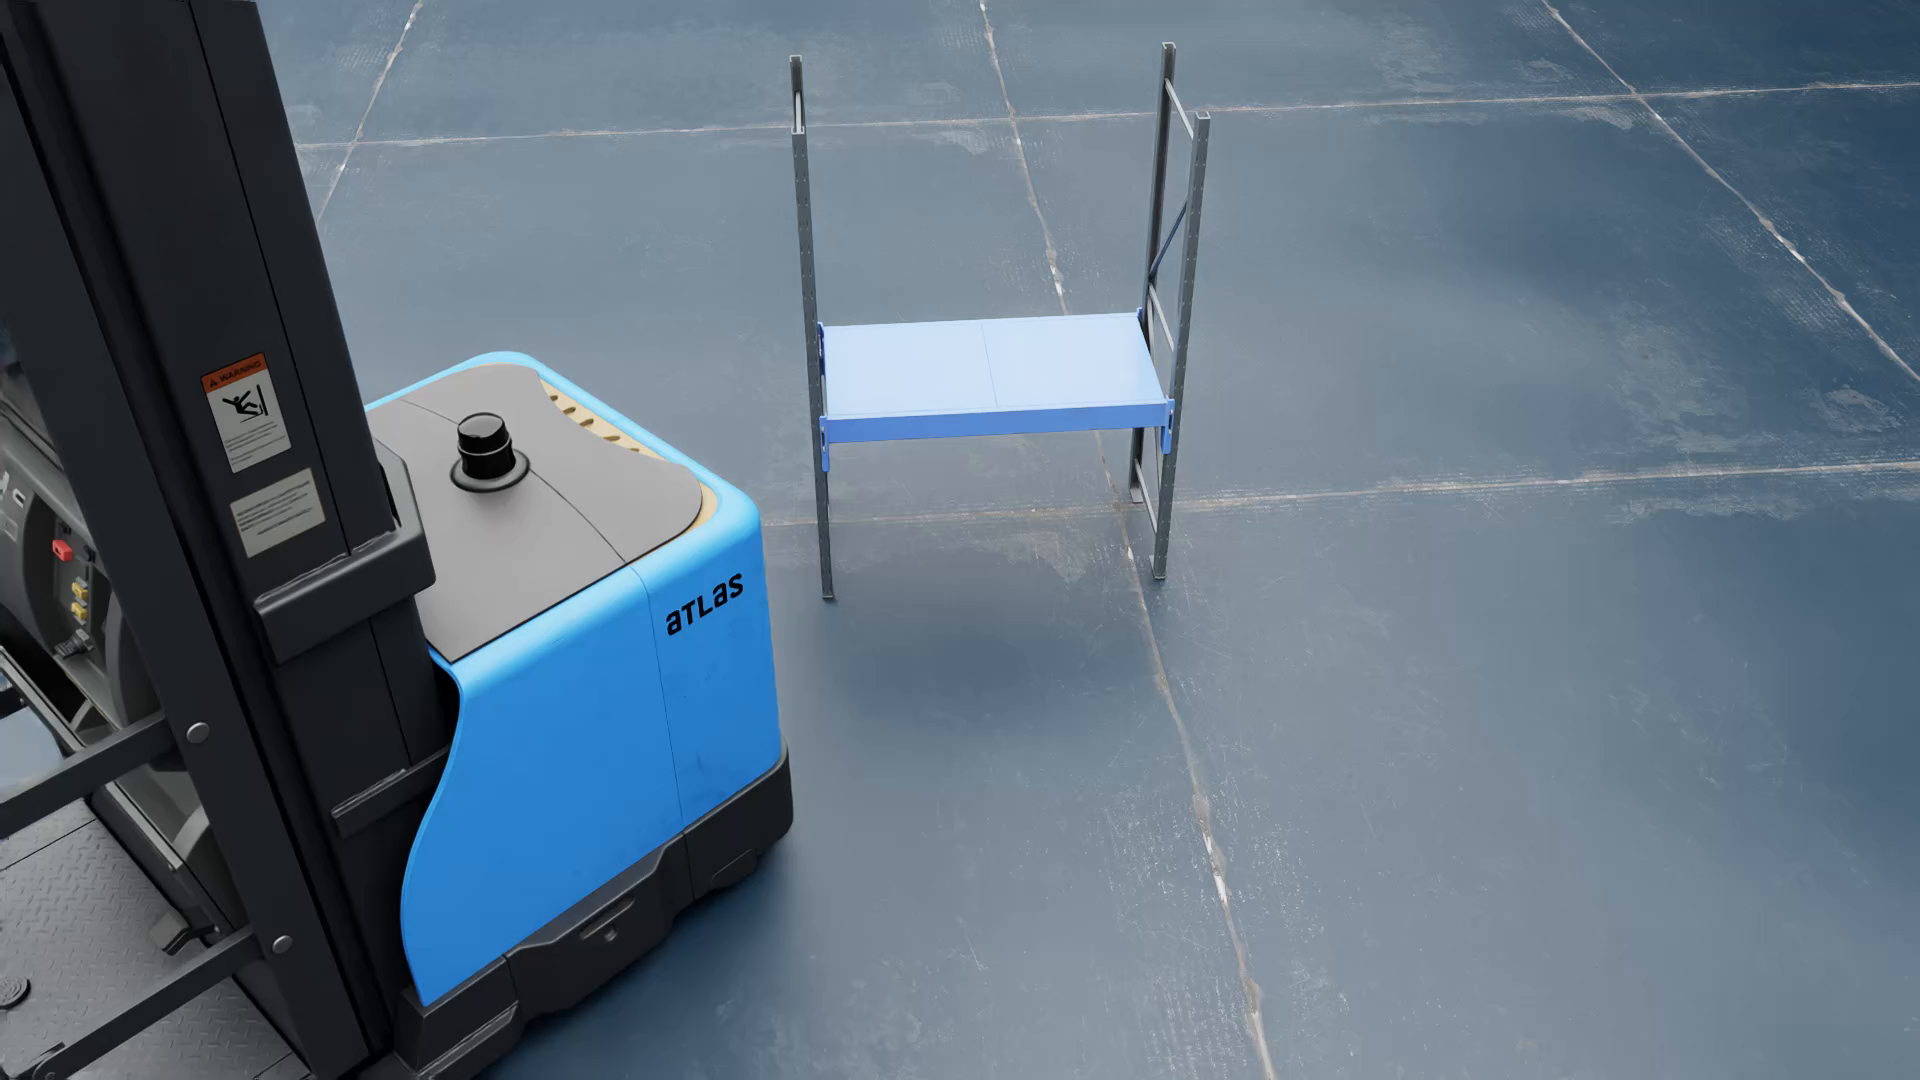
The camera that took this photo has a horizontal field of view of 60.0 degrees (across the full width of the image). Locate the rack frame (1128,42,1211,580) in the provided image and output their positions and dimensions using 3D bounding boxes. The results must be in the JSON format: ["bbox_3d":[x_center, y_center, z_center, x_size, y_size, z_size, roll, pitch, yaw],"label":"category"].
[{"bbox_3d":[0.591,-0.621,4.827,0.032,1.500,0.500,-3,38,-4],"label":"rack frame"}]

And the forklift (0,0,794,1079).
[{"bbox_3d":[-1.809,0.061,2.807,1.130,2.935,3.031,31,48,33],"label":"forklift"}]

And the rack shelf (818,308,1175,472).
[{"bbox_3d":[0.085,-0.452,4.903,1.000,0.185,0.538,-3,38,-4],"label":"rack shelf"}]

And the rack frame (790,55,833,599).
[{"bbox_3d":[-0.421,-0.566,4.756,0.032,1.500,0.500,-3,38,-4],"label":"rack frame"}]

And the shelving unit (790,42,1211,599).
[{"bbox_3d":[0.085,-0.593,4.791,1.048,1.500,0.538,-3,38,-4],"label":"shelving unit"}]
